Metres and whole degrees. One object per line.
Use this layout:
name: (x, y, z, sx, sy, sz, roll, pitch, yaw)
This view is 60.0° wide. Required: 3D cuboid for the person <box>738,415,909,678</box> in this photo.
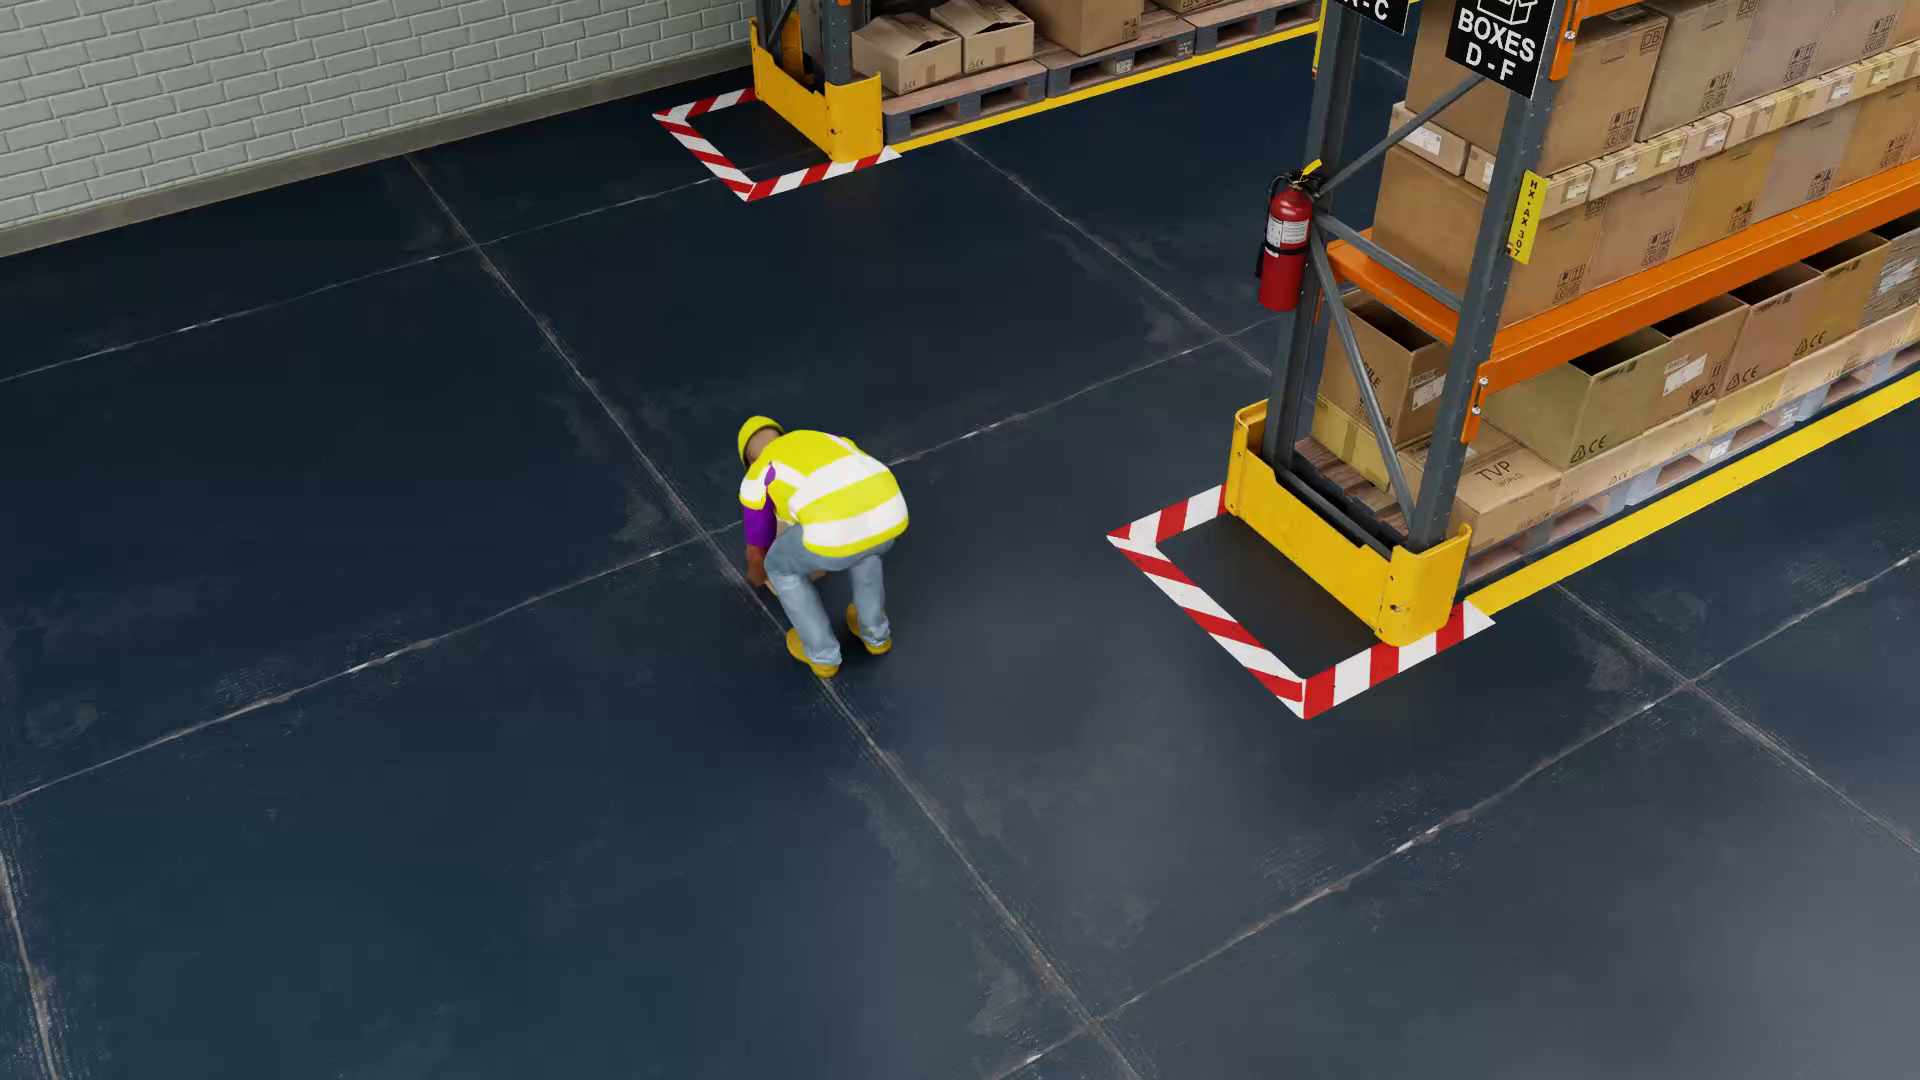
person: (-0.604, -0.028, 6.774, 0.498, 0.979, 0.974, -25, 46, -26)
